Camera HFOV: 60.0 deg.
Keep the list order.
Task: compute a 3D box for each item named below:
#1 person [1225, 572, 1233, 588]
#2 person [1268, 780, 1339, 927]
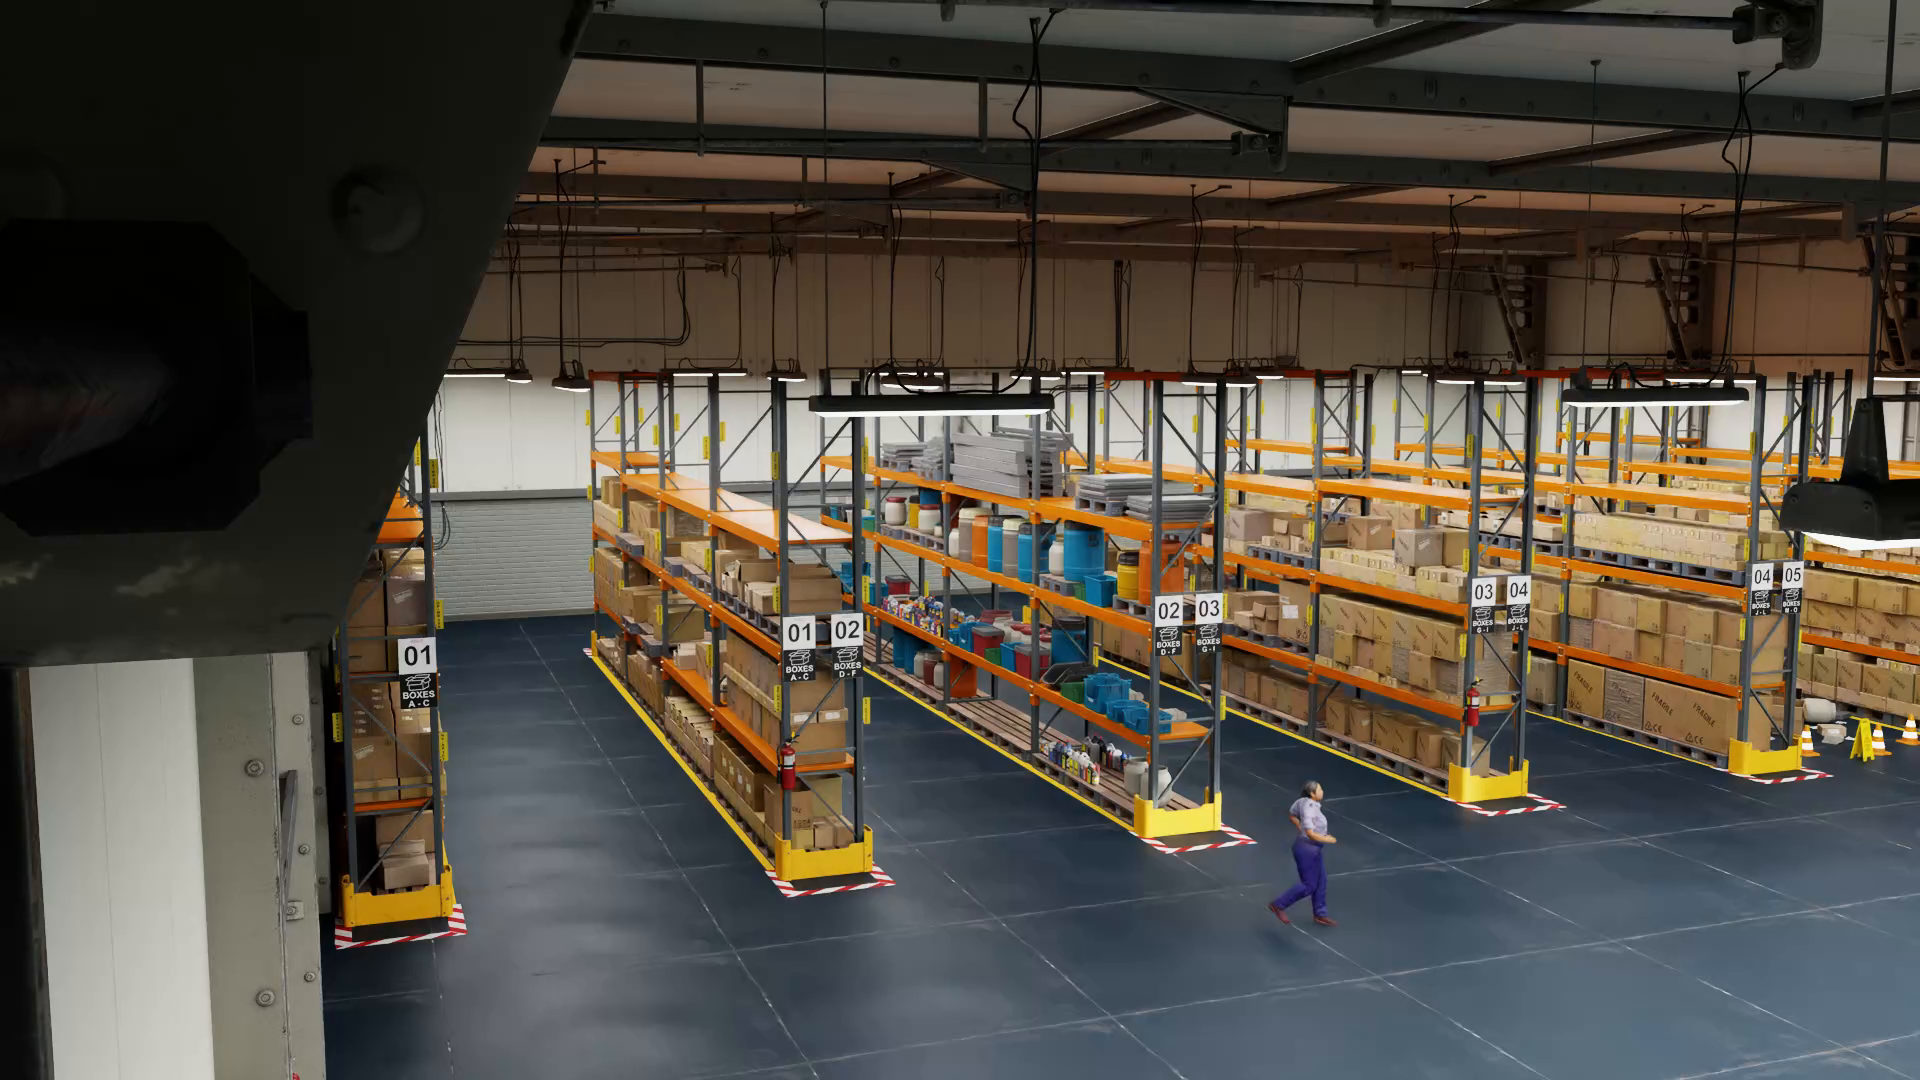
[{"bbox_3d":[6.594,0.856,41.627,0.903,1.640,0.626,2,7,19],"label":"person"},{"bbox_3d":[3.821,3.474,18.419,0.806,1.668,0.629,0,6,4],"label":"person"}]
